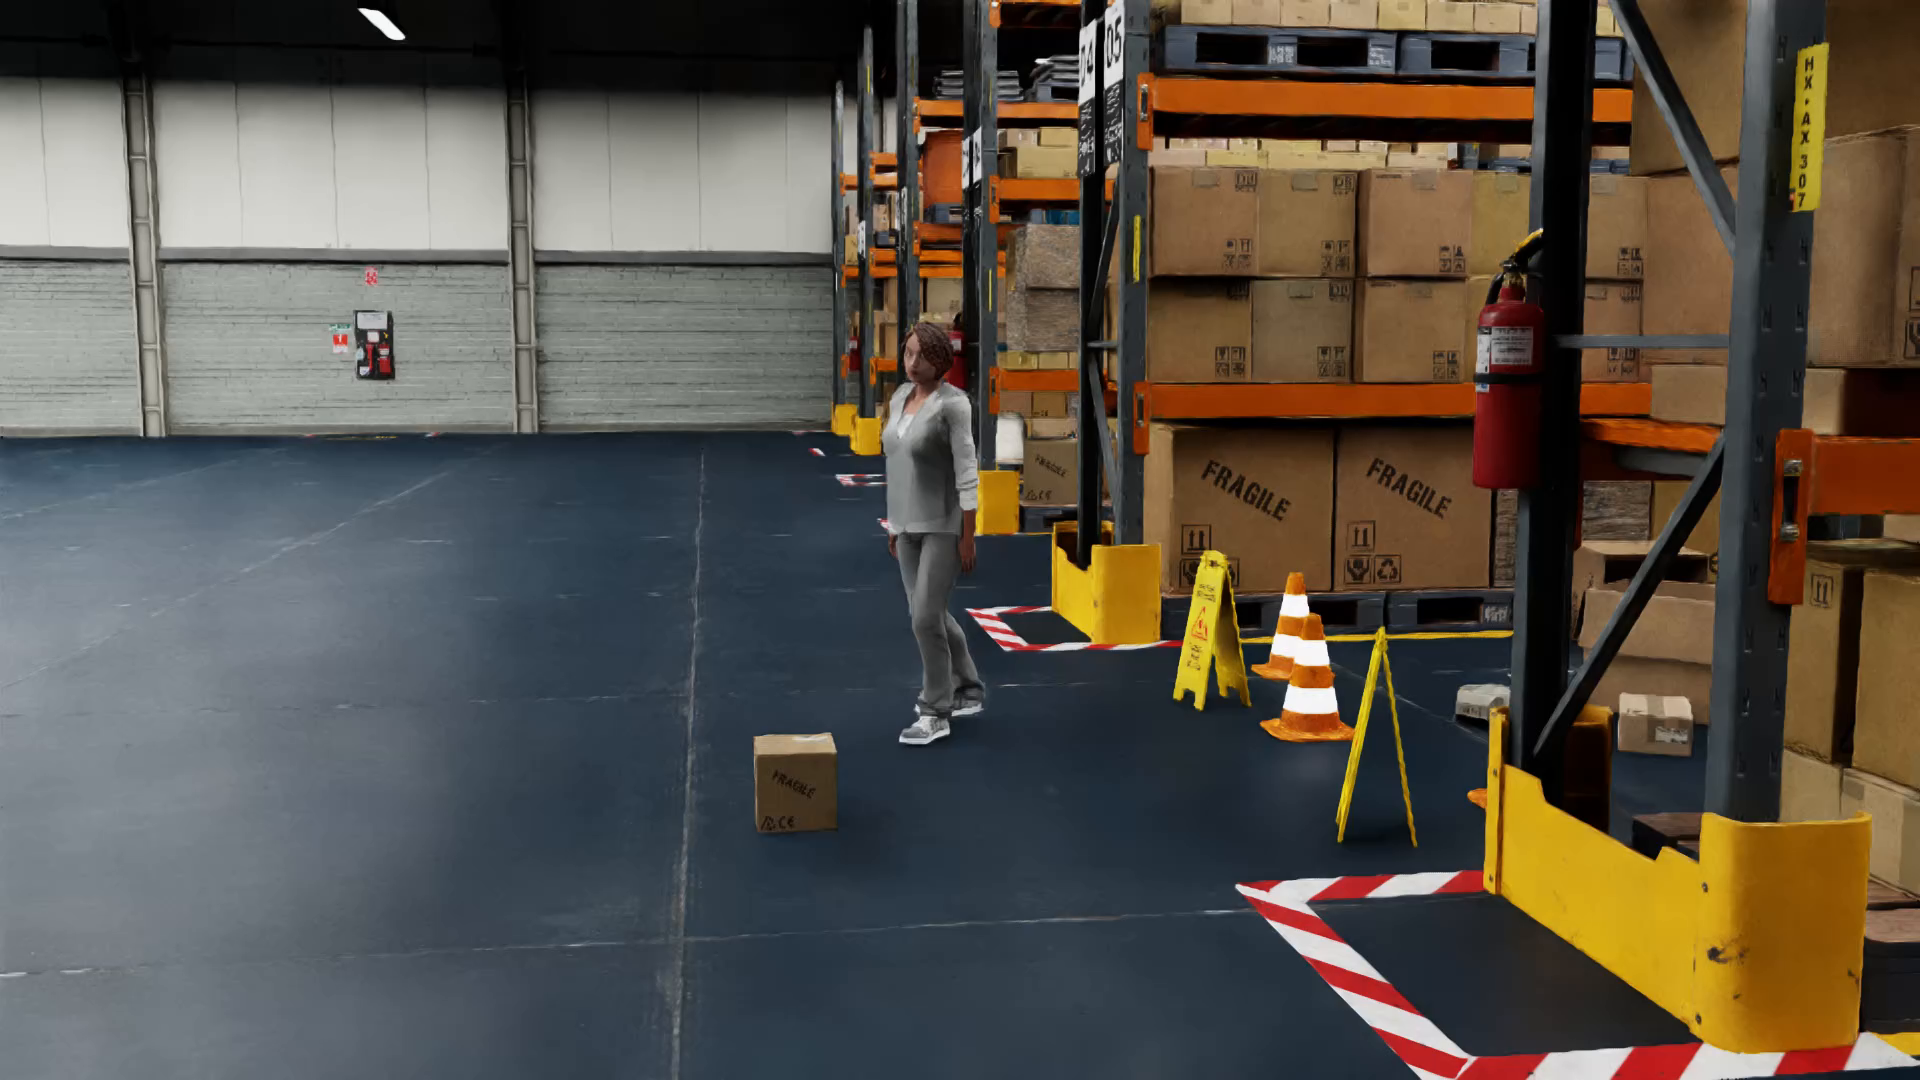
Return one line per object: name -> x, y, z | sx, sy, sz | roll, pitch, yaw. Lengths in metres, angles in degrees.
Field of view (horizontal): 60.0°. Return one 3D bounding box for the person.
person -> -0.069, -0.034, 6.334 | 0.499, 1.586, 0.467 | -6, 9, -40
